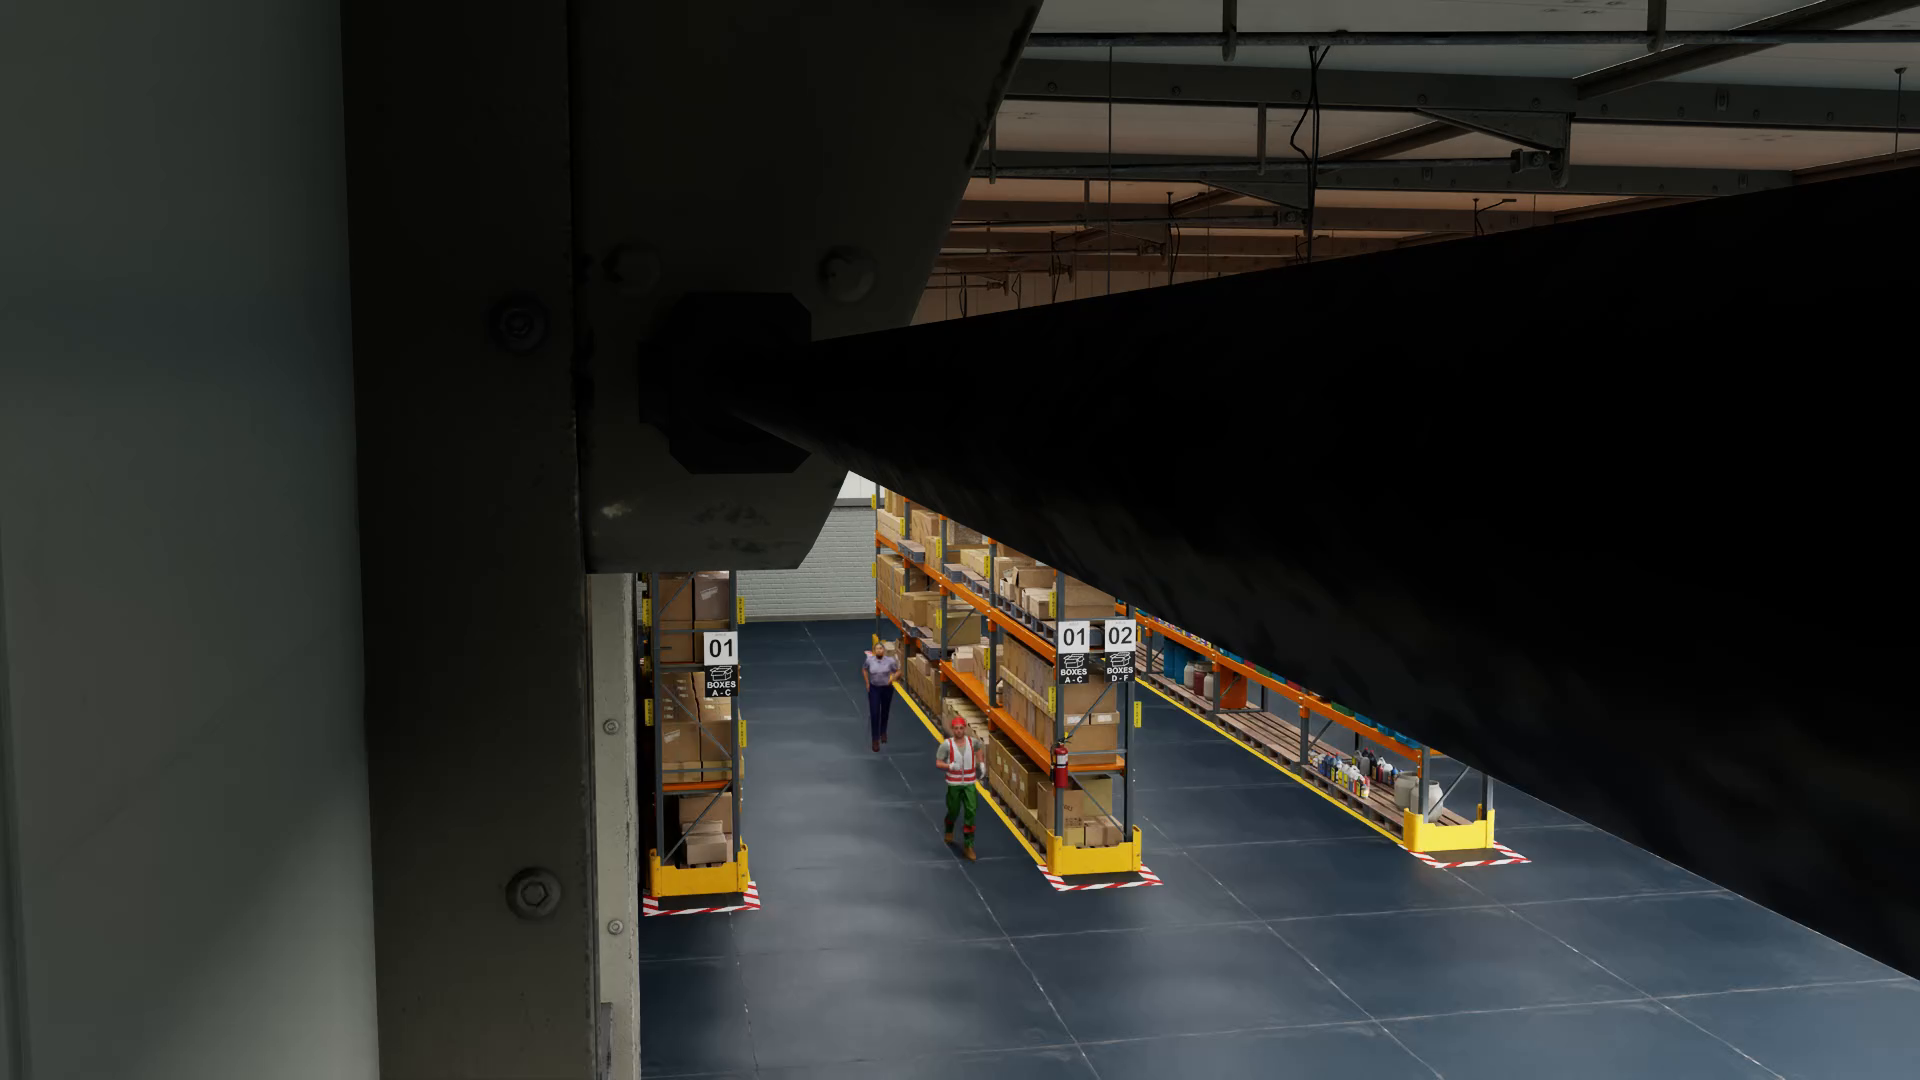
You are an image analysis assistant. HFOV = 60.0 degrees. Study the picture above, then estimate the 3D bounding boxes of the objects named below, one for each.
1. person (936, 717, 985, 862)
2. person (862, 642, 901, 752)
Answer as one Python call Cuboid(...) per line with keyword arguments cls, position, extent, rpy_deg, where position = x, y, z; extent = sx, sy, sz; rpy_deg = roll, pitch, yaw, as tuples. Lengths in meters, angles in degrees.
Cuboid(cls="person", position=(0.020, 3.208, 21.755), extent=(0.672, 1.785, 0.989), rpy_deg=(-1, 6, -9))
Cuboid(cls="person", position=(-1.266, 2.495, 26.844), extent=(0.612, 1.740, 0.683), rpy_deg=(-1, 6, -6))
